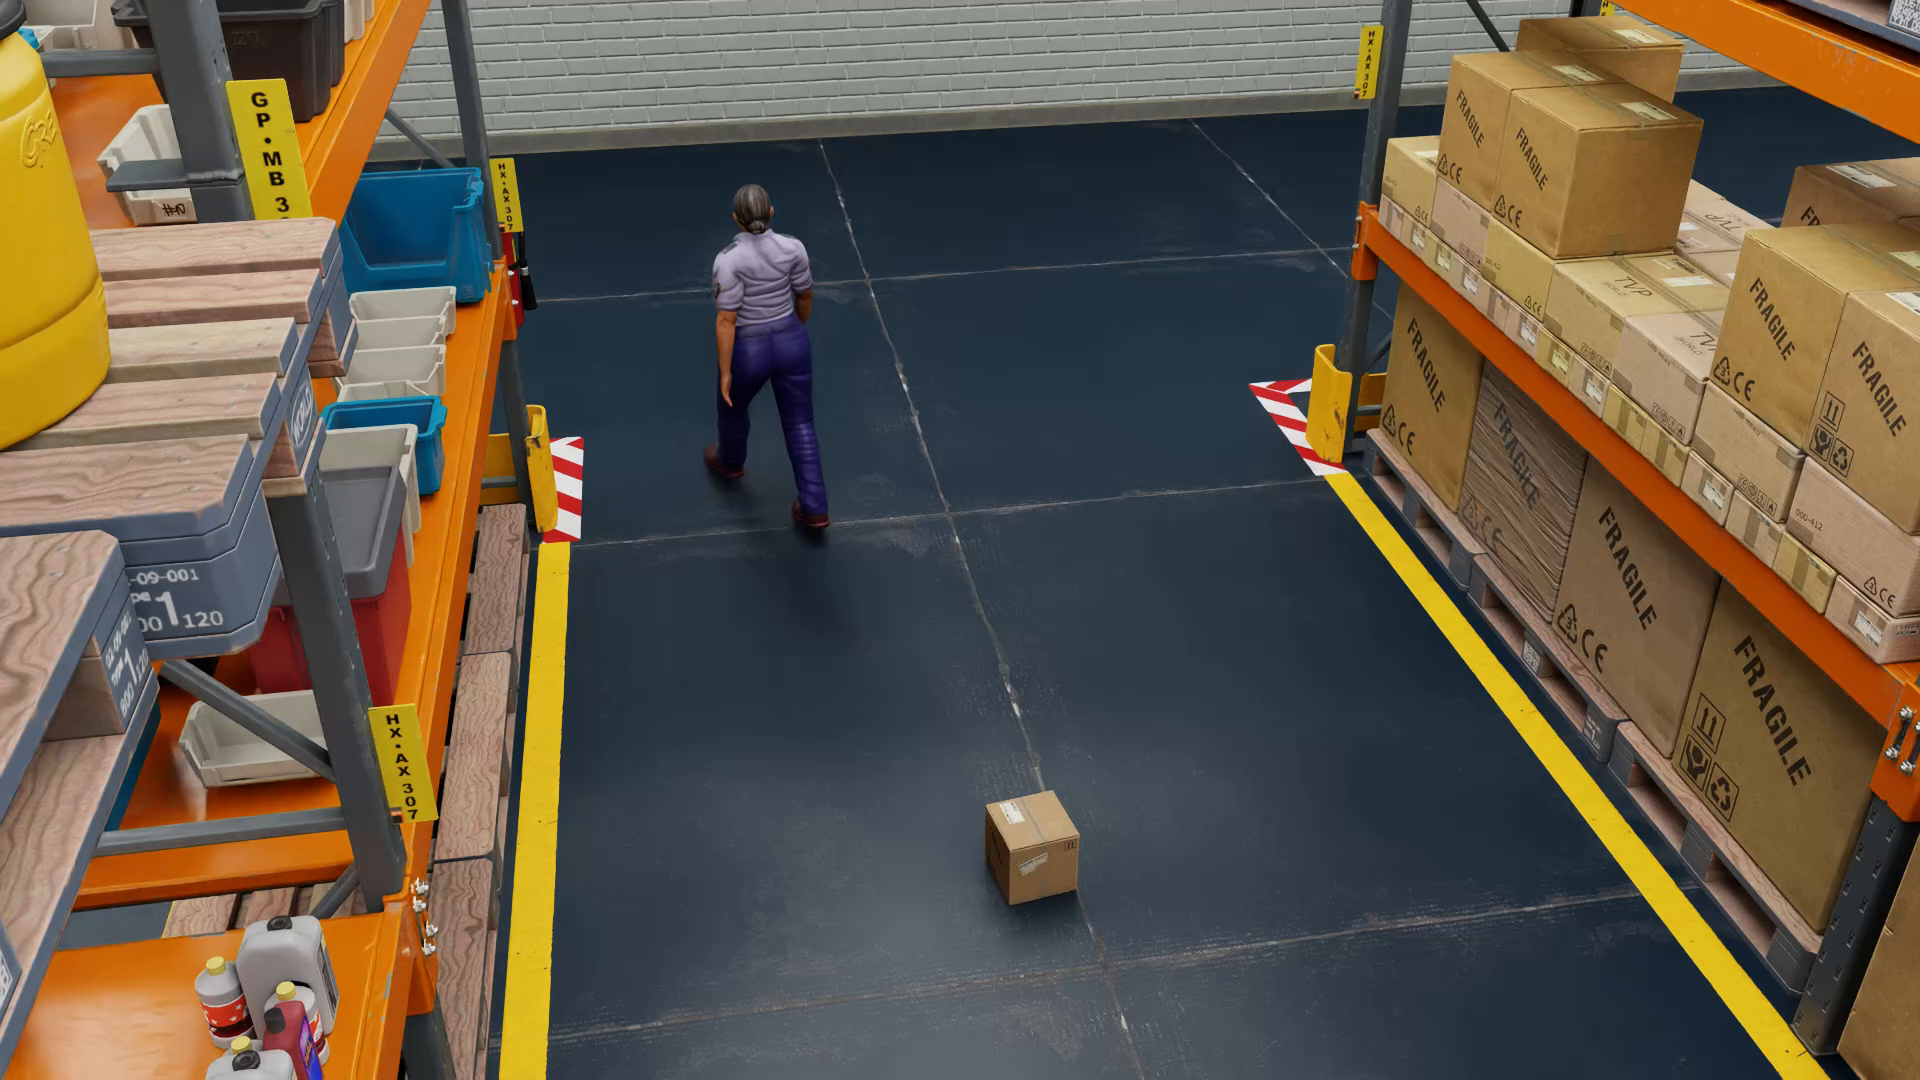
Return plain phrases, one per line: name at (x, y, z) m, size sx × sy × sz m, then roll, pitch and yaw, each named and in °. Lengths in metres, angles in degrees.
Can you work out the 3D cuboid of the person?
person at (-0.918, -0.903, 7.646) m, size 0.511 × 1.583 × 1.008 m, roll -12°, pitch 33°, yaw -20°
